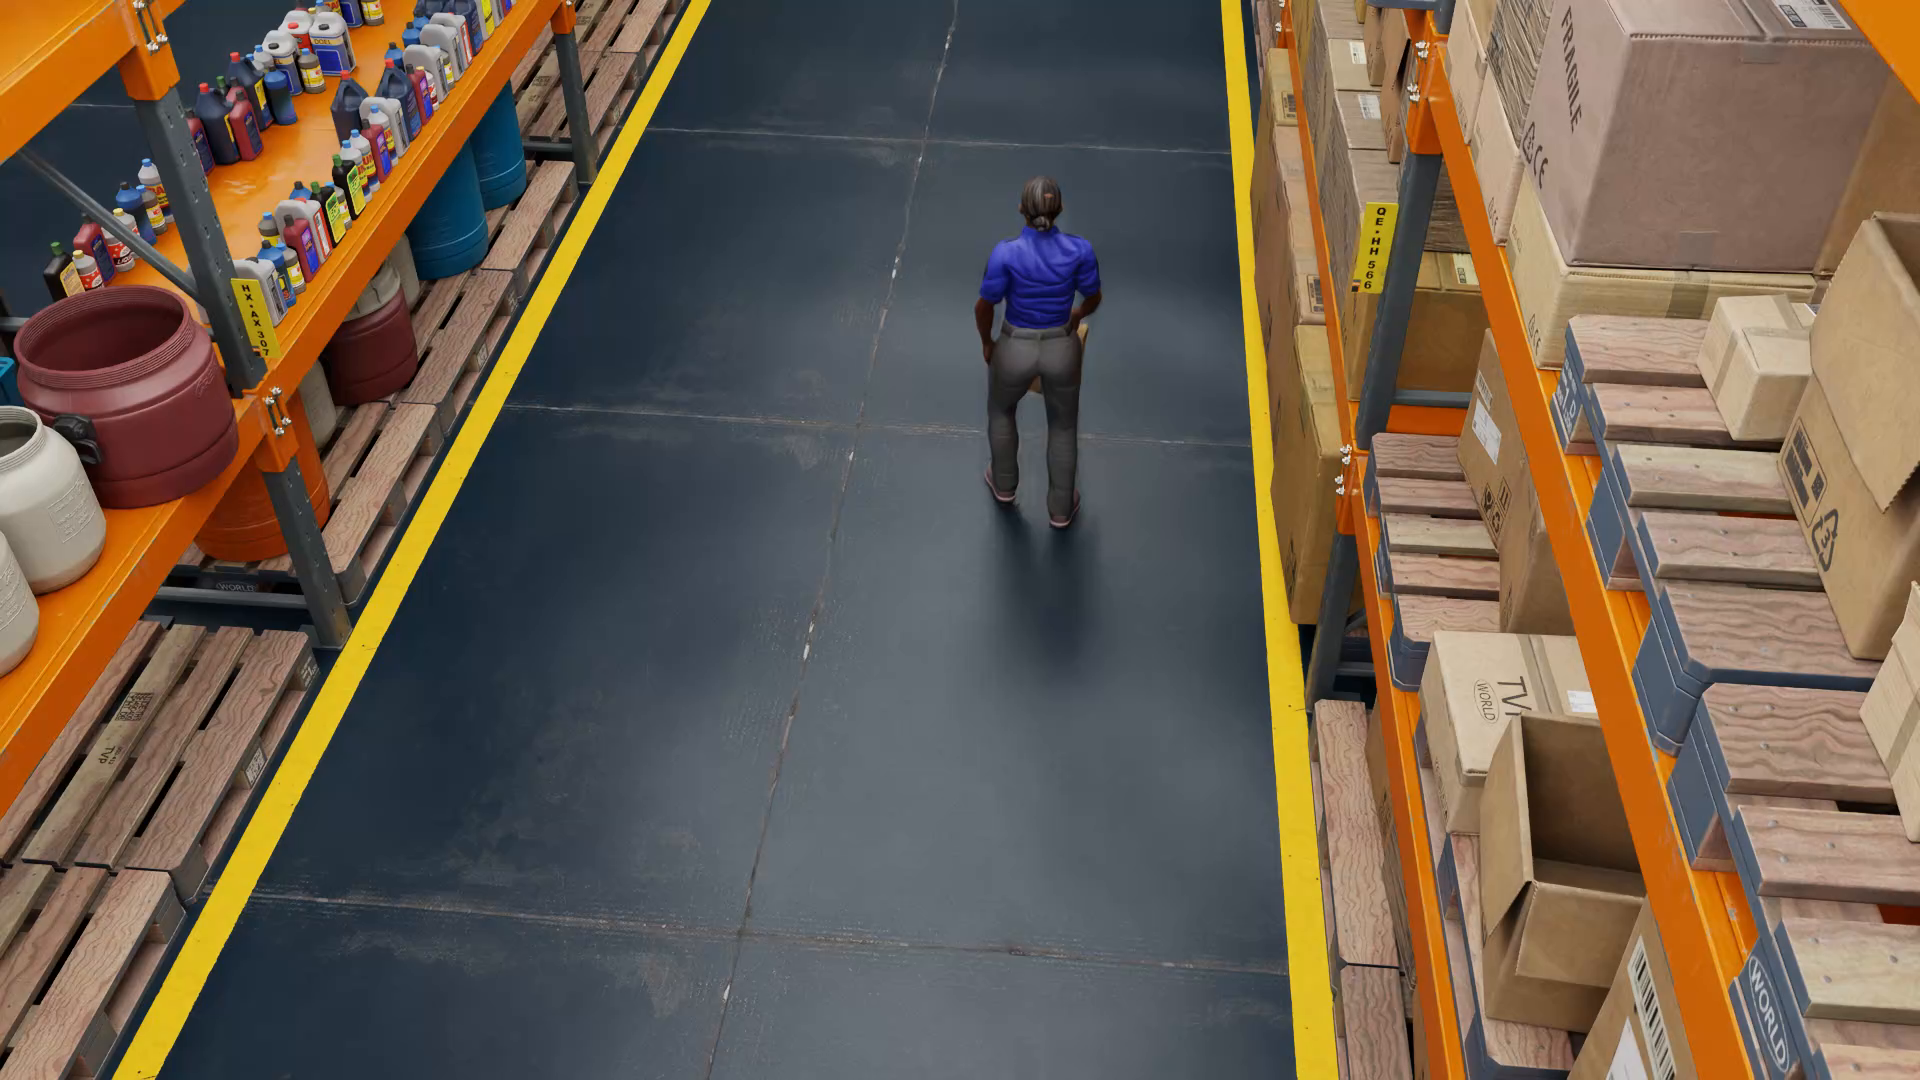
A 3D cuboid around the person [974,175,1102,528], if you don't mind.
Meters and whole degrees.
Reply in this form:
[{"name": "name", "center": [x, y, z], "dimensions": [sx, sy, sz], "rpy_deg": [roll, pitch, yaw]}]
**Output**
[{"name": "person", "center": [0.325, -0.820, 7.134], "dimensions": [0.539, 1.651, 0.480], "rpy_deg": [-1, 40, -2]}]
